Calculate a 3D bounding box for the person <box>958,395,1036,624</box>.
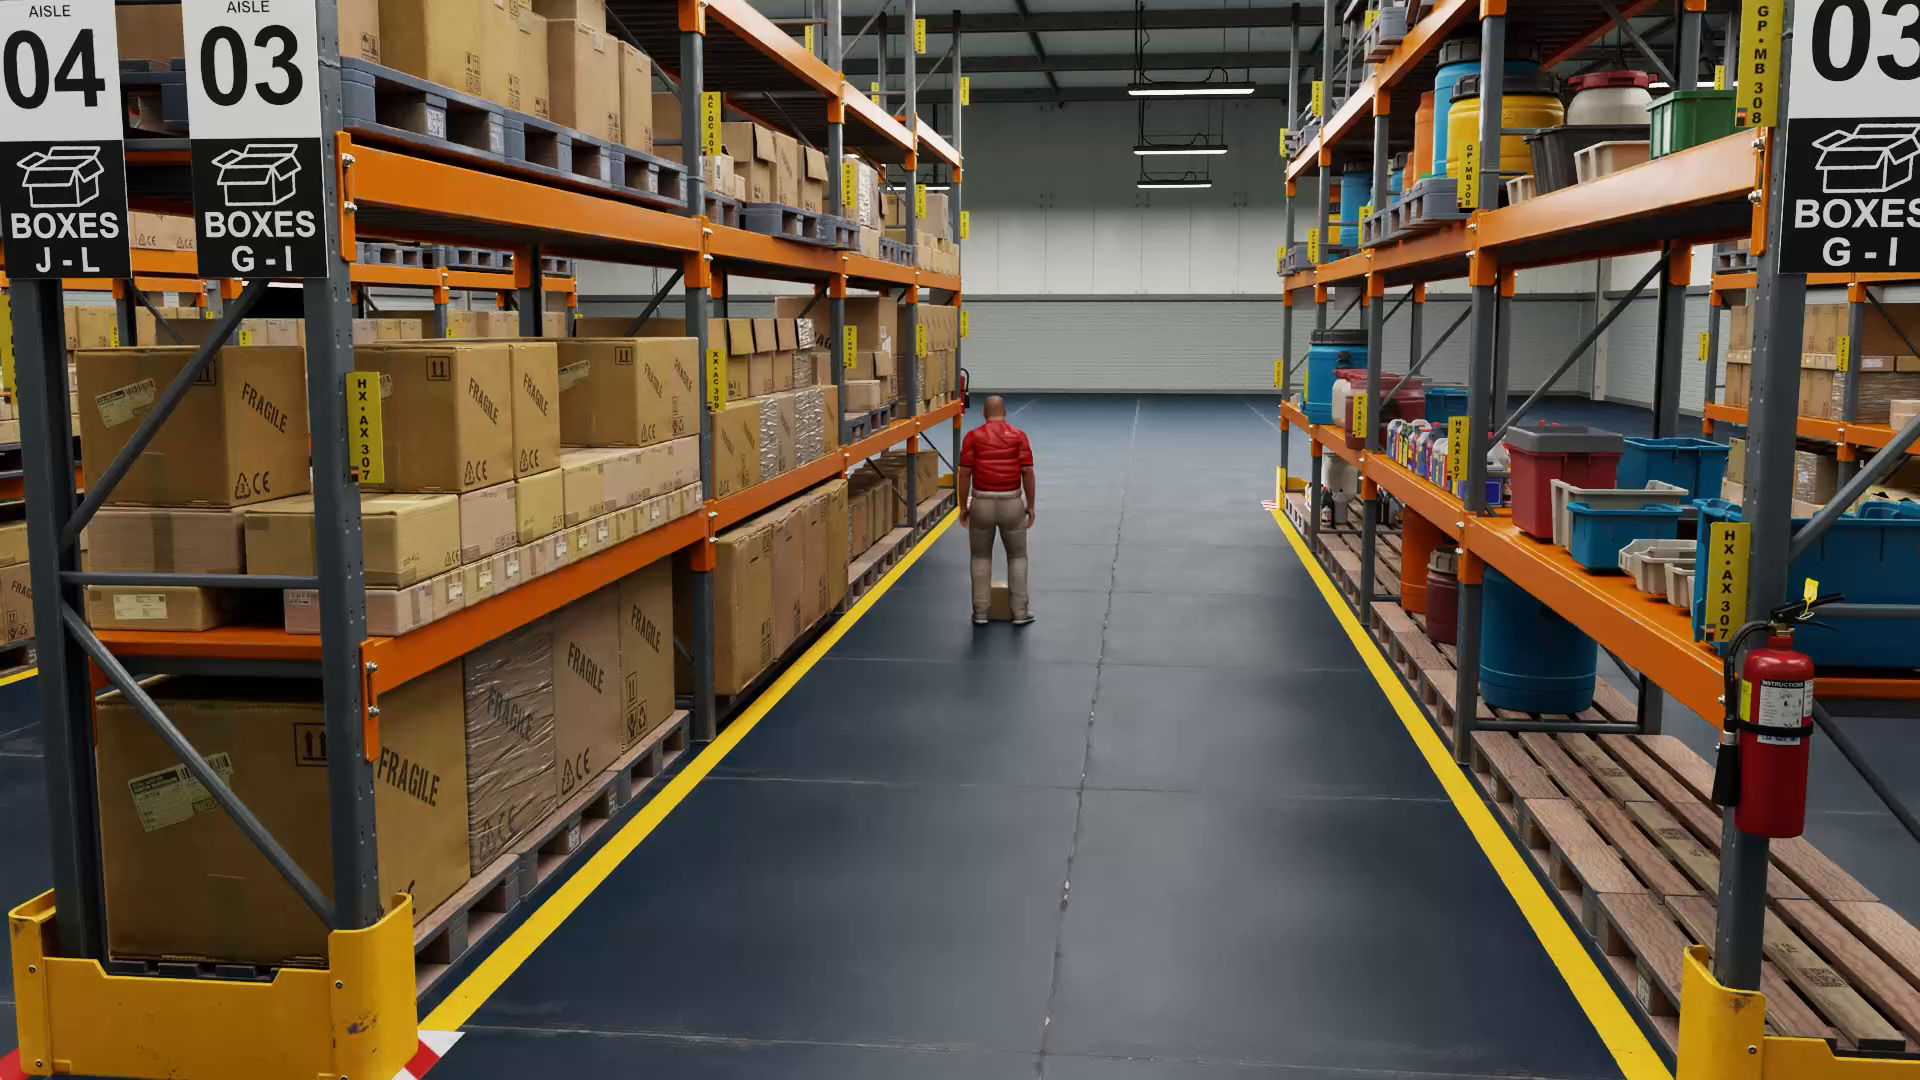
[{"bbox_3d":[0.280,-0.226,12.556,0.588,1.725,0.392,0,8,4],"label":"person"}]
